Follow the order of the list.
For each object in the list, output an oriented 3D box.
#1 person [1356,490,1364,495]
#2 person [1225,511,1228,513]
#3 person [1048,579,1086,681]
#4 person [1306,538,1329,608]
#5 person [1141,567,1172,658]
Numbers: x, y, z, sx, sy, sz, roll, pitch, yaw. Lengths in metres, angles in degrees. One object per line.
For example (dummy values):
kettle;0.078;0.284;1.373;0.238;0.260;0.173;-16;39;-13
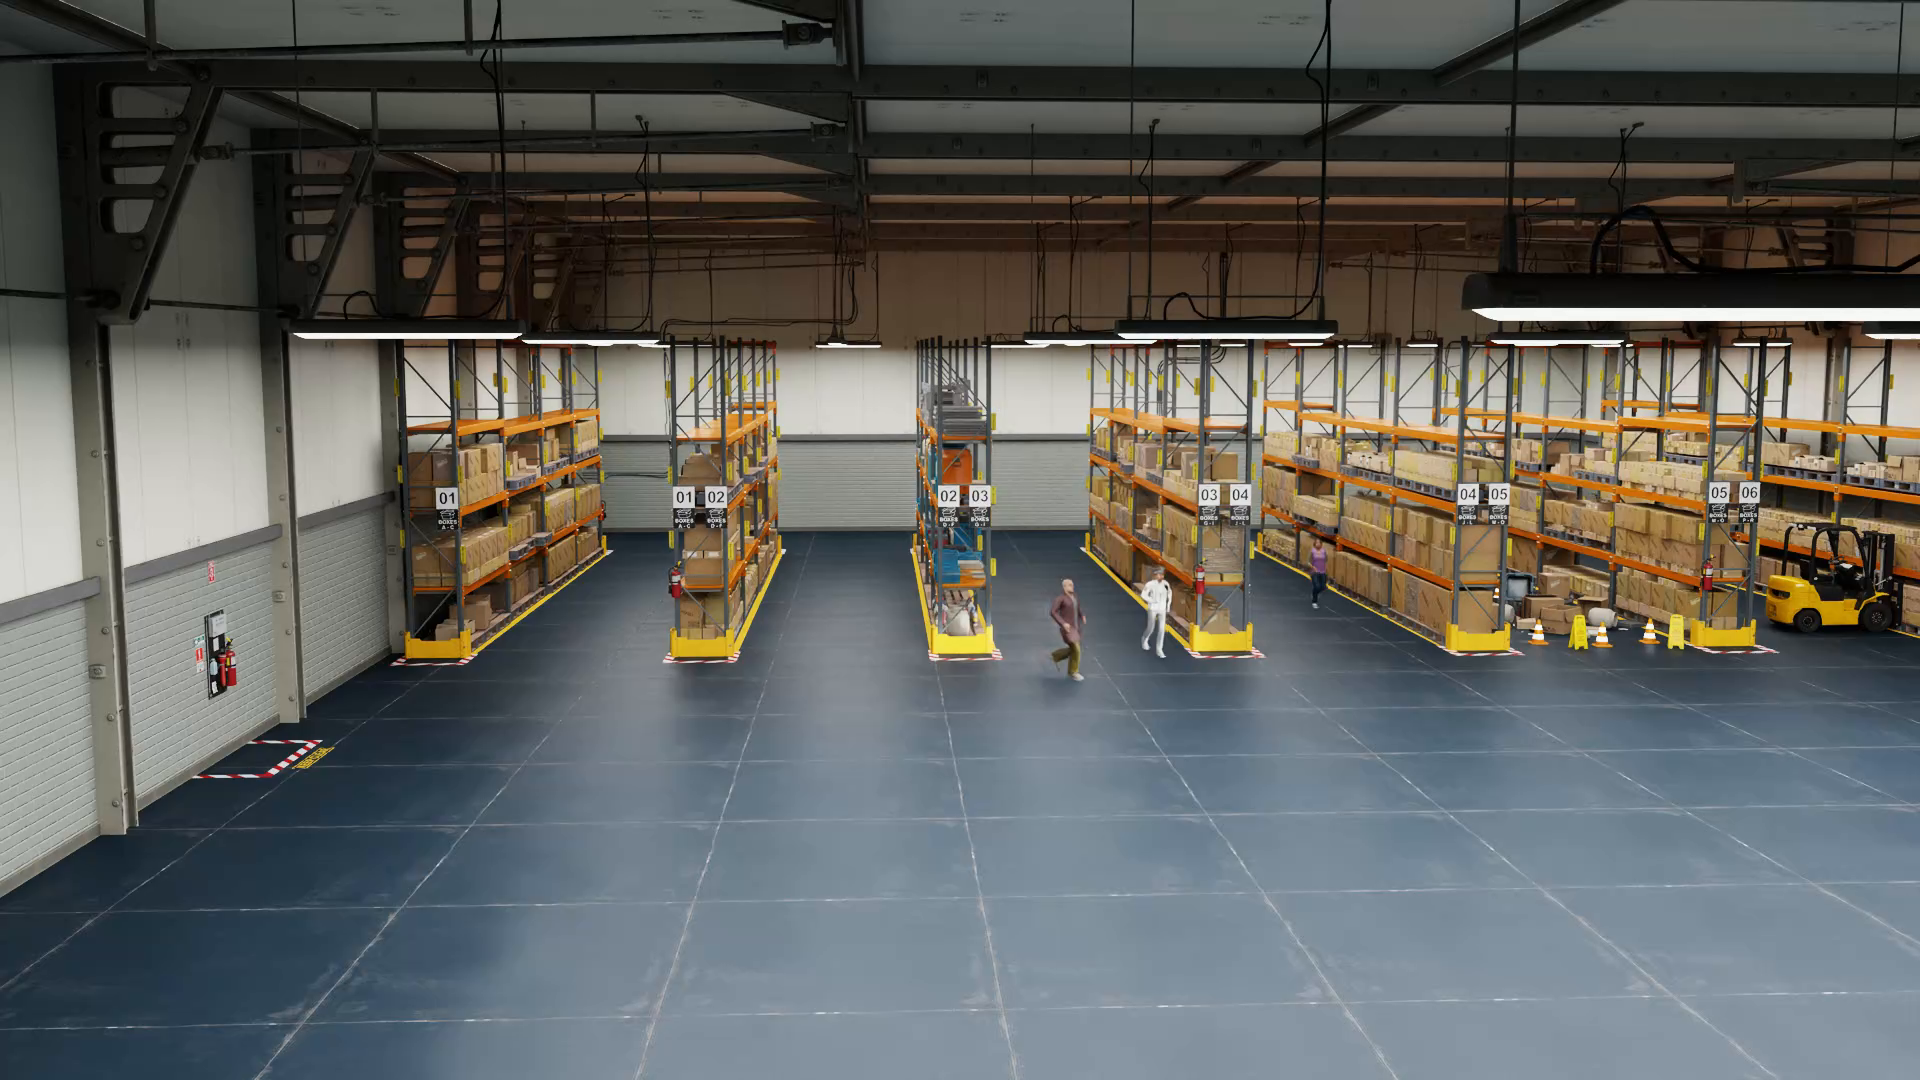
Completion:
person;12.010;-0.674;49.271;0.889;1.613;0.567;-1;7;-9
person;7.460;-0.521;48.192;0.685;1.625;0.623;5;8;35
person;1.879;1.557;29.162;0.747;1.763;0.706;5;8;37
person;8.006;0.744;37.164;0.546;1.562;0.545;0;6;-3
person;3.729;1.324;31.412;0.659;1.677;0.907;-1;7;-12
